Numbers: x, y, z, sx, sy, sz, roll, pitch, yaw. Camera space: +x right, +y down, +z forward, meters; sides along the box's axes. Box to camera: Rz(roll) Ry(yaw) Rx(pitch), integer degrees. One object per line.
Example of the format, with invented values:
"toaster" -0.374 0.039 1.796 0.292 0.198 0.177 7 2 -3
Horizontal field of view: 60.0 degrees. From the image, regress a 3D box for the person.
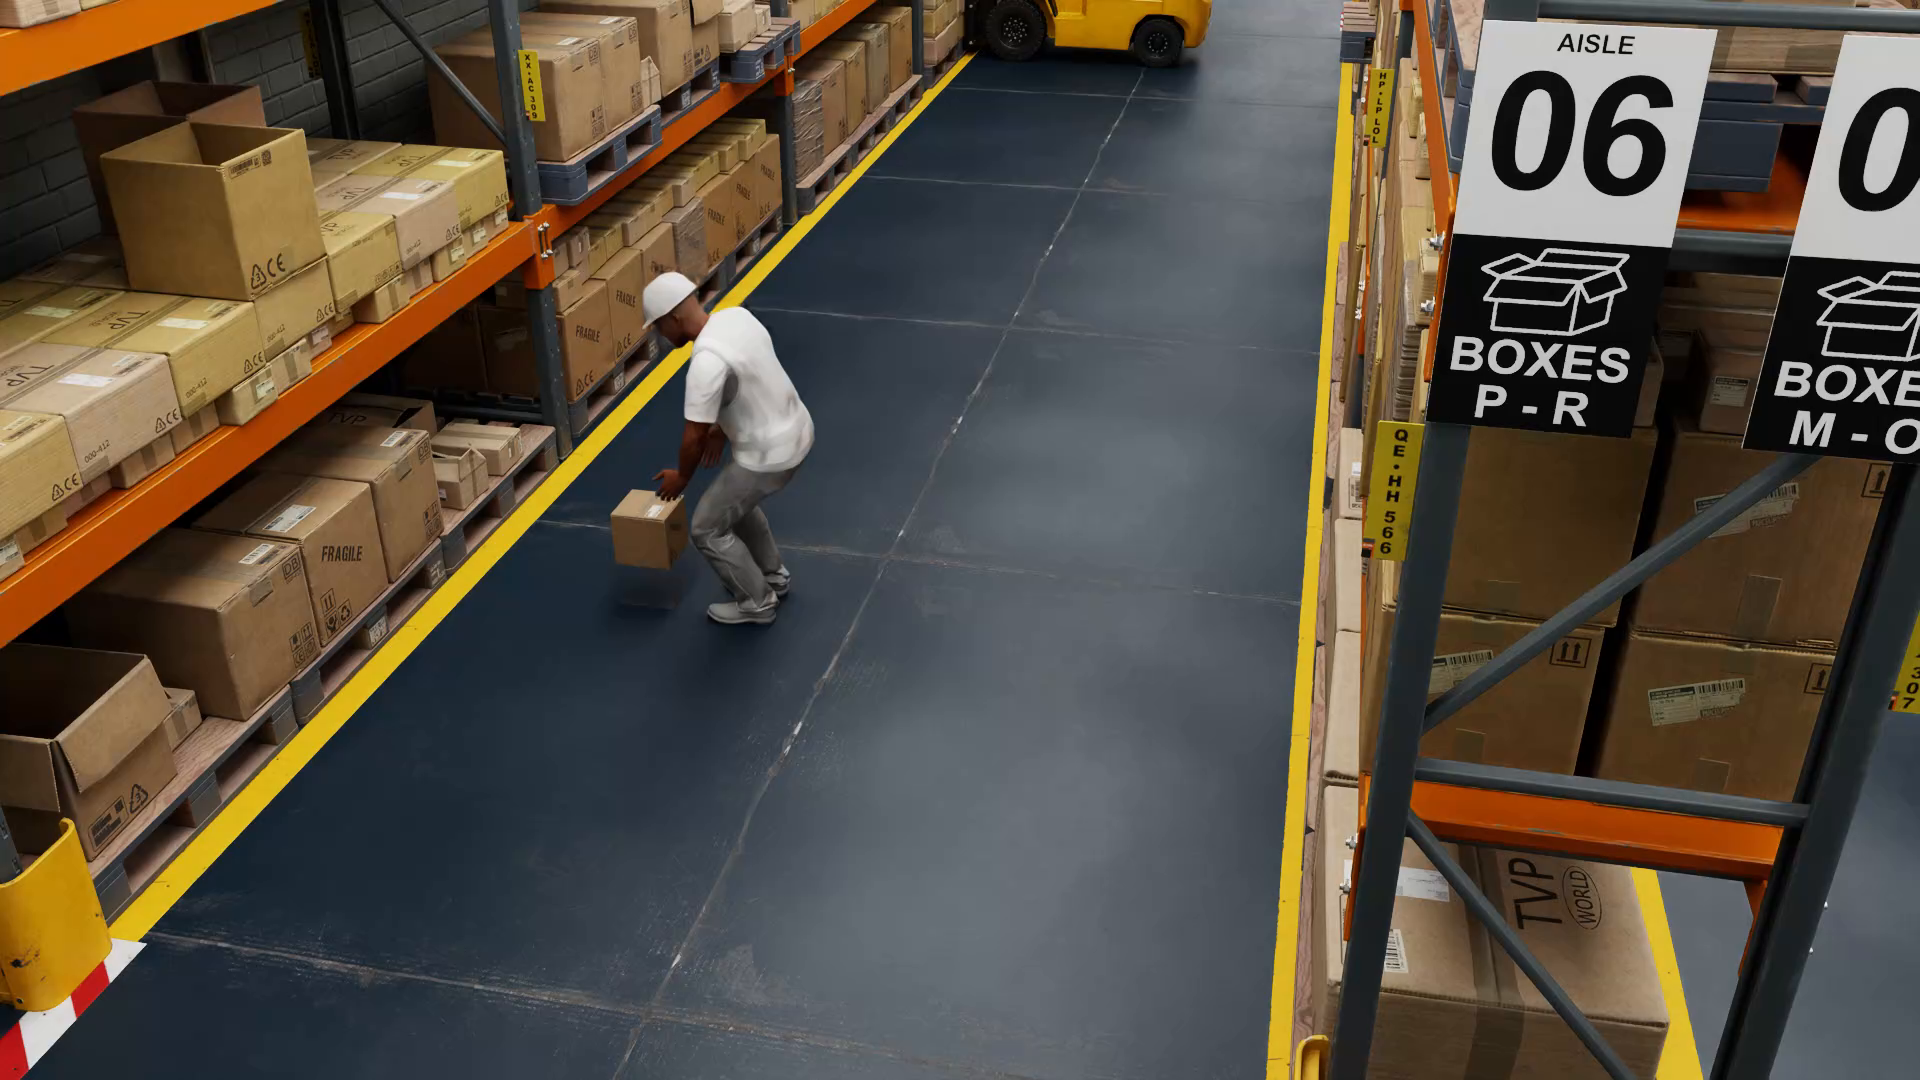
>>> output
"person" -0.968 -0.376 7.022 0.666 1.543 0.625 6 29 11
